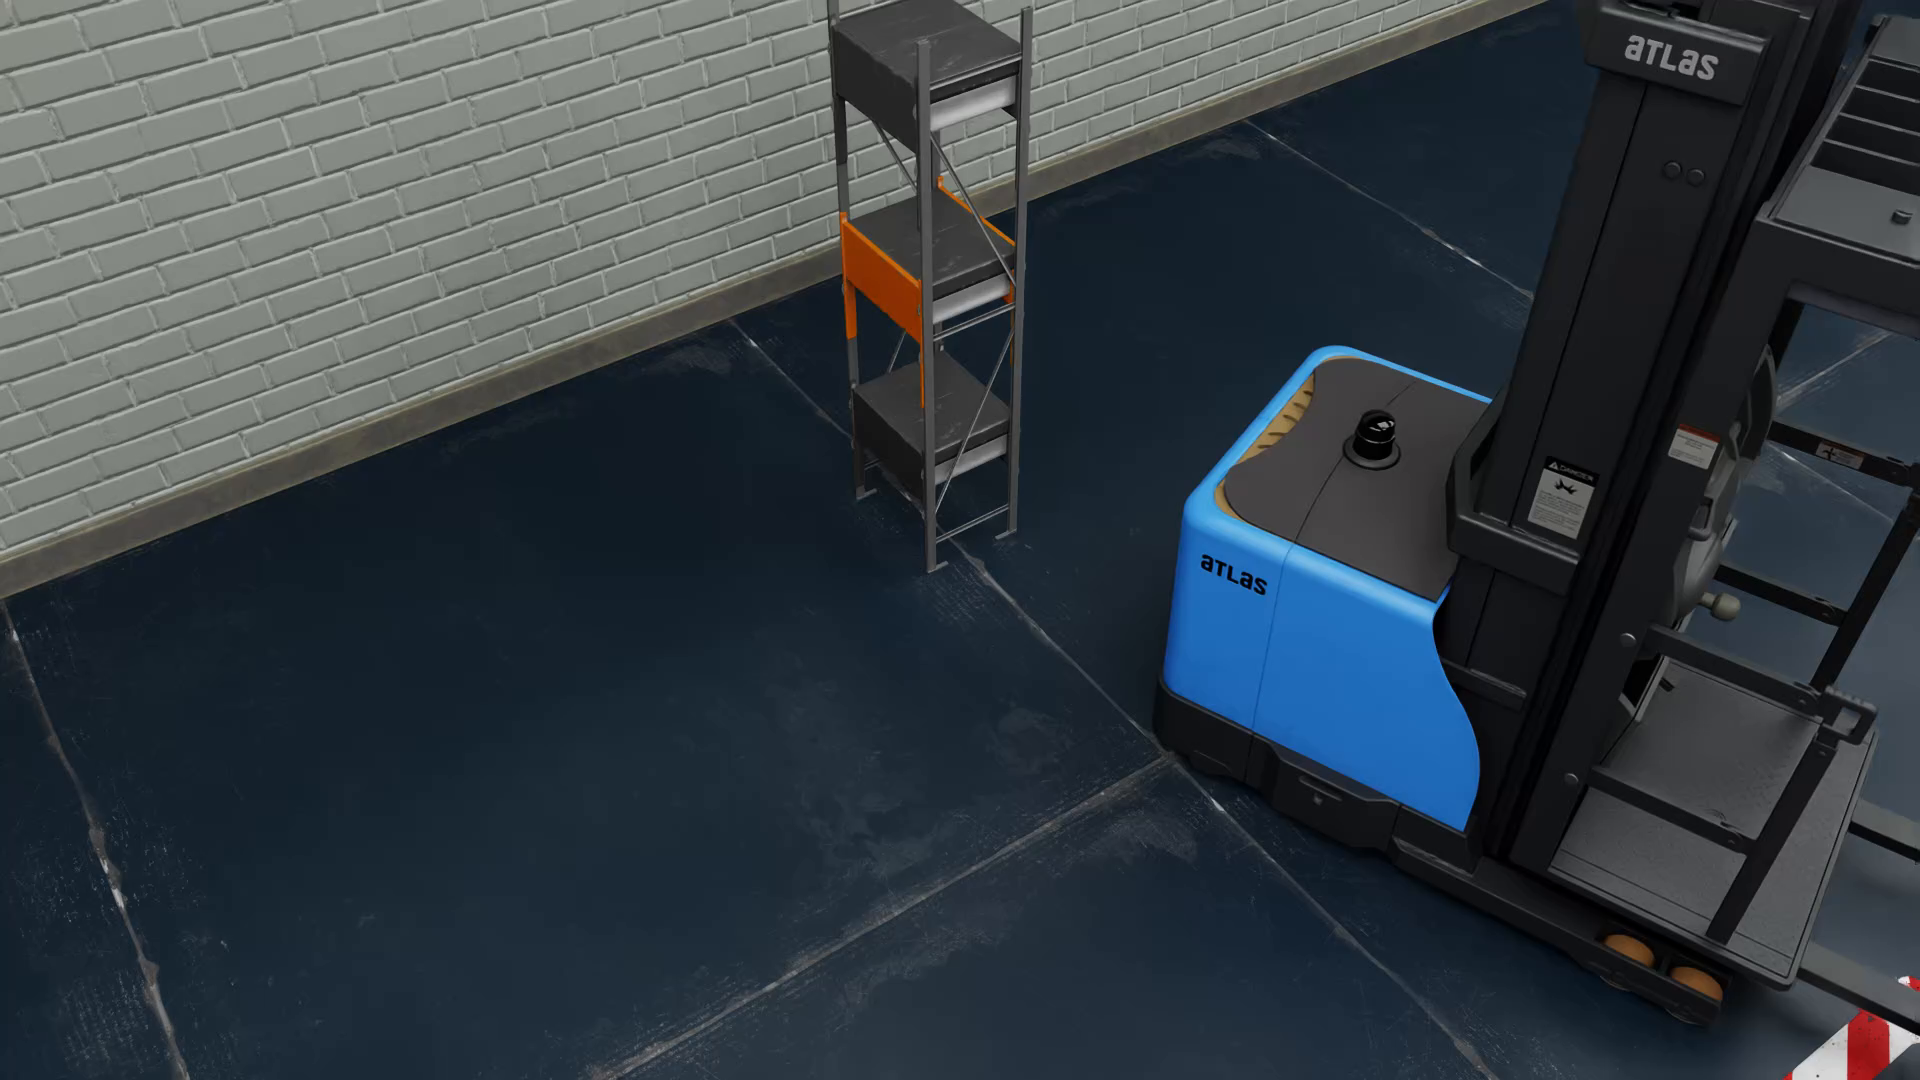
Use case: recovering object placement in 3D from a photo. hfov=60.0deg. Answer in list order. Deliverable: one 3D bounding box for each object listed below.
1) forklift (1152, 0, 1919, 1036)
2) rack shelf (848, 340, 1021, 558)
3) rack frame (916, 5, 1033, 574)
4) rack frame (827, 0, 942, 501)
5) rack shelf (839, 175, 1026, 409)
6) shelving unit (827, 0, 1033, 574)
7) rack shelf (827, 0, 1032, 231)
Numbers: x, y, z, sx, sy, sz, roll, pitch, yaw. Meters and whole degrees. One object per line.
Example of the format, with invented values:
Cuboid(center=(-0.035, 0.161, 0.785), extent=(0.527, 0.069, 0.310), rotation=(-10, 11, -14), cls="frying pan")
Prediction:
Cuboid(center=(2.144, -0.092, 4.224), extent=(3.031, 2.935, 1.130), rotation=(25, 49, 24), cls="forklift")
Cuboid(center=(-0.095, -0.337, 6.116), extent=(0.431, 0.518, 0.480), rotation=(-26, 49, -24), cls="rack shelf")
Cuboid(center=(0.045, -0.715, 5.478), extent=(0.400, 2.100, 0.015), rotation=(-26, 49, -24), cls="rack frame")
Cuboid(center=(-0.234, -0.991, 5.768), extent=(0.400, 2.100, 0.015), rotation=(-26, 49, -24), cls="rack frame")
Cuboid(center=(-0.095, -0.843, 5.633), extent=(0.431, 0.518, 0.480), rotation=(-26, 49, -24), cls="rack shelf")
Cuboid(center=(-0.095, -0.853, 5.623), extent=(0.431, 2.100, 0.503), rotation=(-26, 49, -24), cls="shelving unit")
Cuboid(center=(-0.095, -1.350, 5.149), extent=(0.431, 0.518, 0.480), rotation=(-26, 49, -24), cls="rack shelf")
